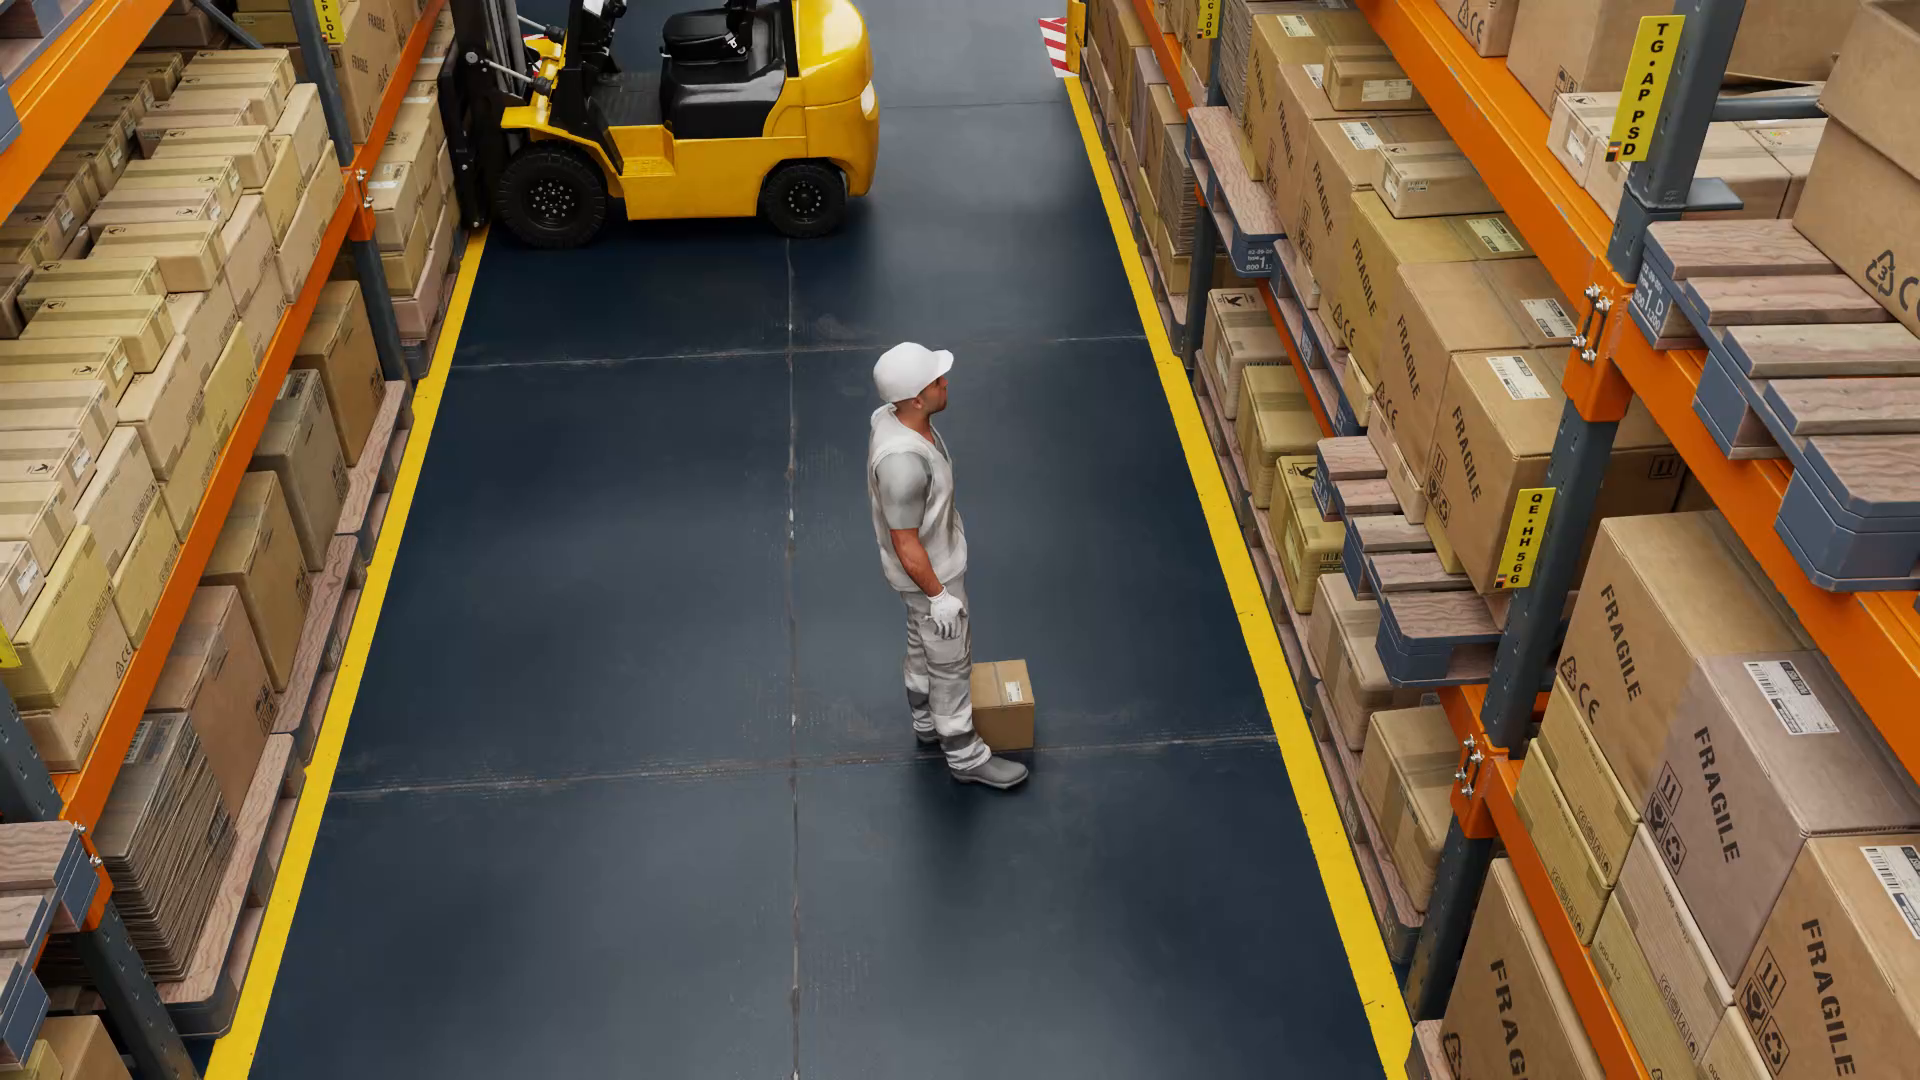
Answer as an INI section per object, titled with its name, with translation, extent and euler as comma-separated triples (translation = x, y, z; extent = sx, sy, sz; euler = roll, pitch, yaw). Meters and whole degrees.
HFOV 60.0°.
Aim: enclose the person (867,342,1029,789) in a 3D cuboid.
[person]
translation = -0.040, 0.080, 6.019
extent = 0.564, 1.788, 0.637
euler = -3, 39, -4
